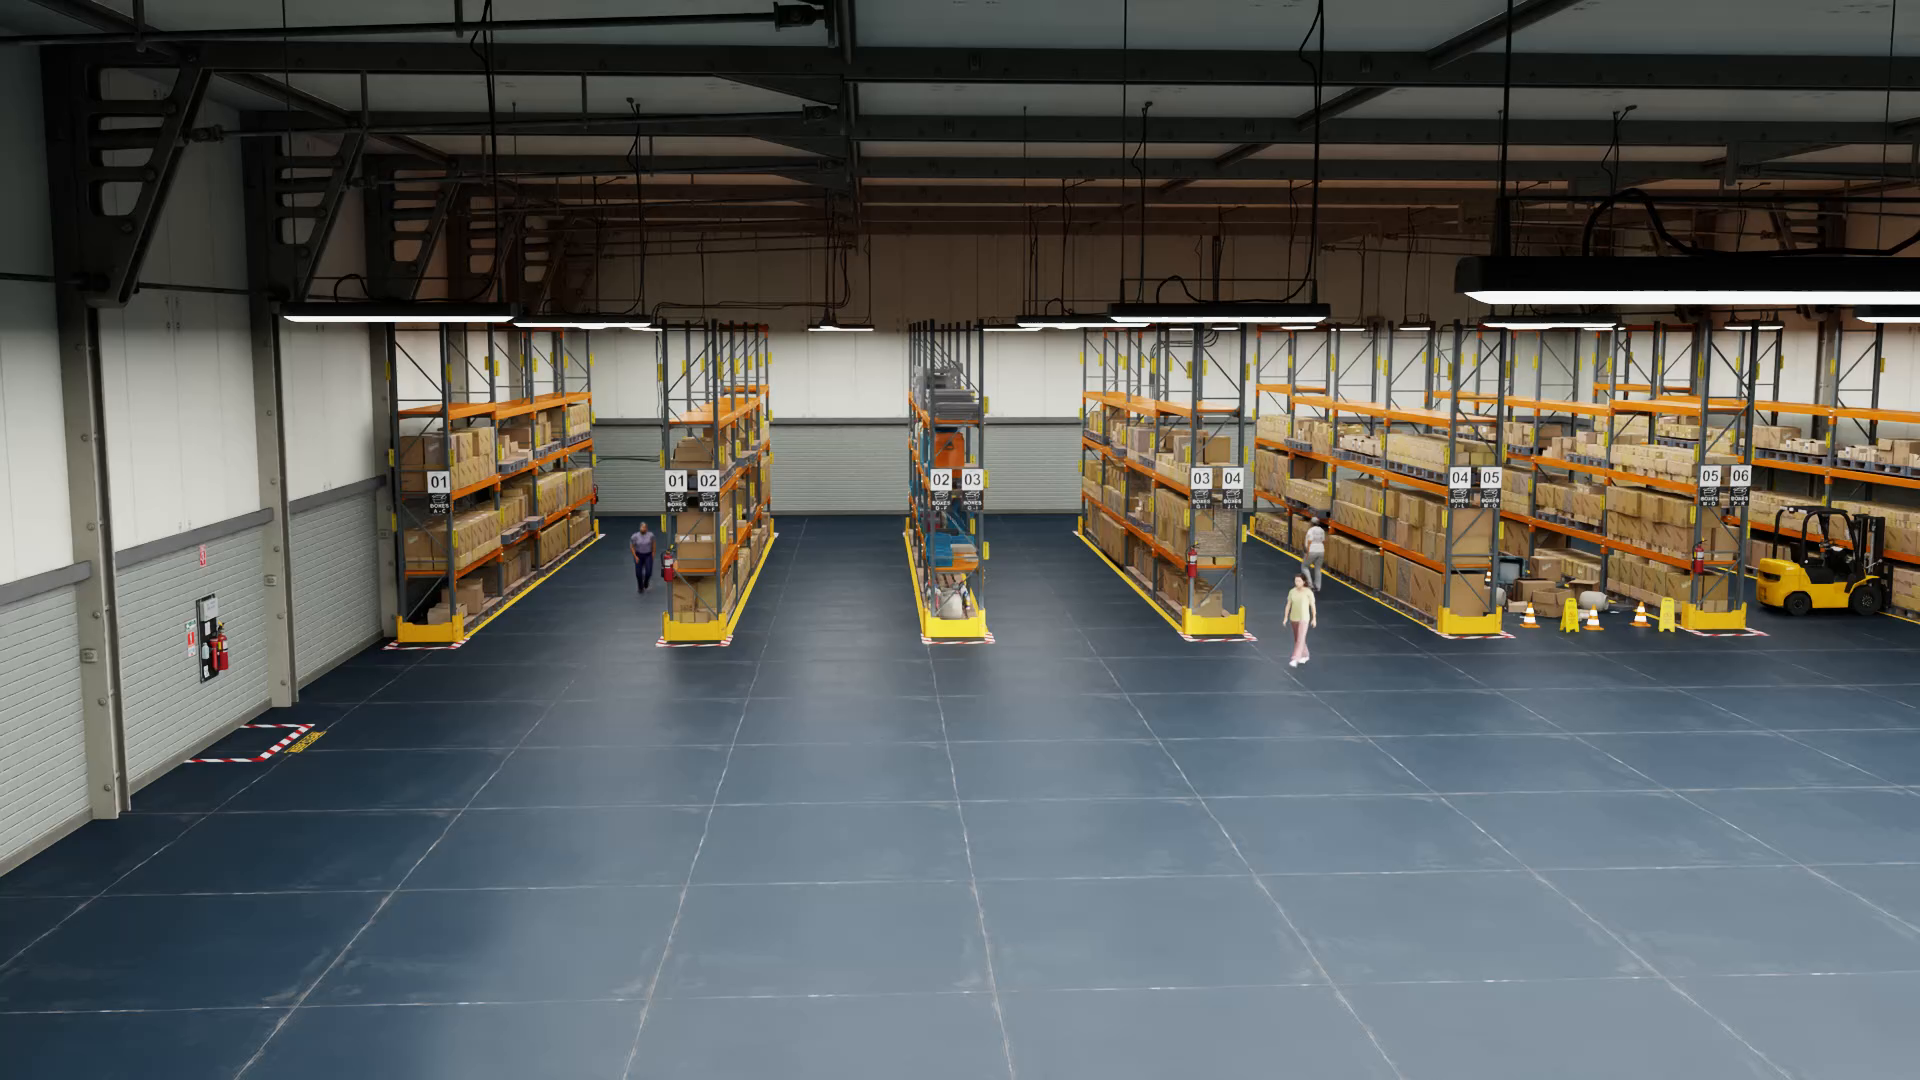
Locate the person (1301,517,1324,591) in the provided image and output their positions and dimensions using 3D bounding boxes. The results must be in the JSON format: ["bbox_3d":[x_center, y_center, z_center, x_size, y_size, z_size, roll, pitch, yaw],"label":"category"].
[{"bbox_3d":[7.912,0.324,37.182,0.520,1.689,0.431,-3,8,-24],"label":"person"}]

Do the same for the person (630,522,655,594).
[{"bbox_3d":[-7.049,0.382,36.985,0.554,1.604,0.519,-1,7,-10],"label":"person"}]

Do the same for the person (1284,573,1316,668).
[{"bbox_3d":[5.807,1.374,28.629,0.472,1.609,1.070,6,9,39],"label":"person"}]
